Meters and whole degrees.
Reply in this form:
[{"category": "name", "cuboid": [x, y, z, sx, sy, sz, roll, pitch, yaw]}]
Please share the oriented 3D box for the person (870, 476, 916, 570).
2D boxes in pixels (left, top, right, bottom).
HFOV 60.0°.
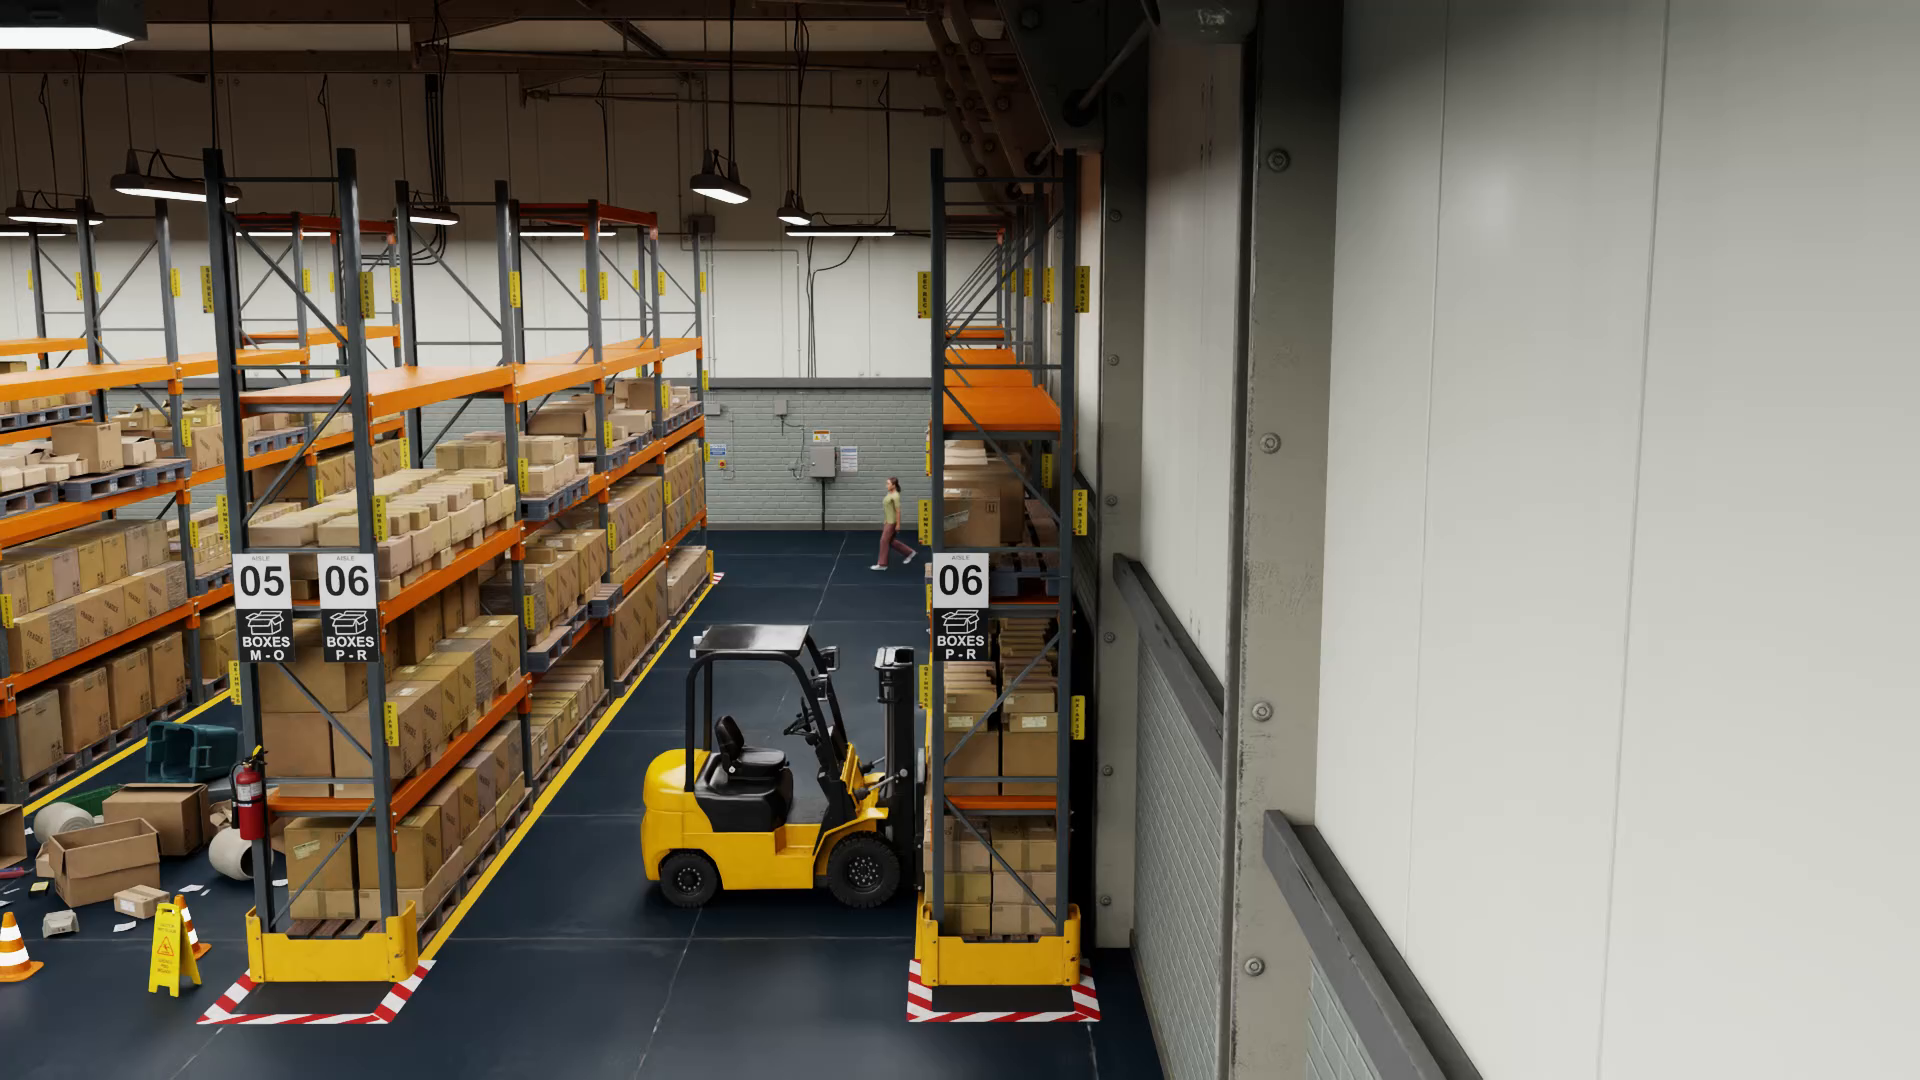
[{"category": "person", "cuboid": [-1.162, -0.301, 29.134, 0.839, 1.648, 0.483, -3, 10, -19]}]
